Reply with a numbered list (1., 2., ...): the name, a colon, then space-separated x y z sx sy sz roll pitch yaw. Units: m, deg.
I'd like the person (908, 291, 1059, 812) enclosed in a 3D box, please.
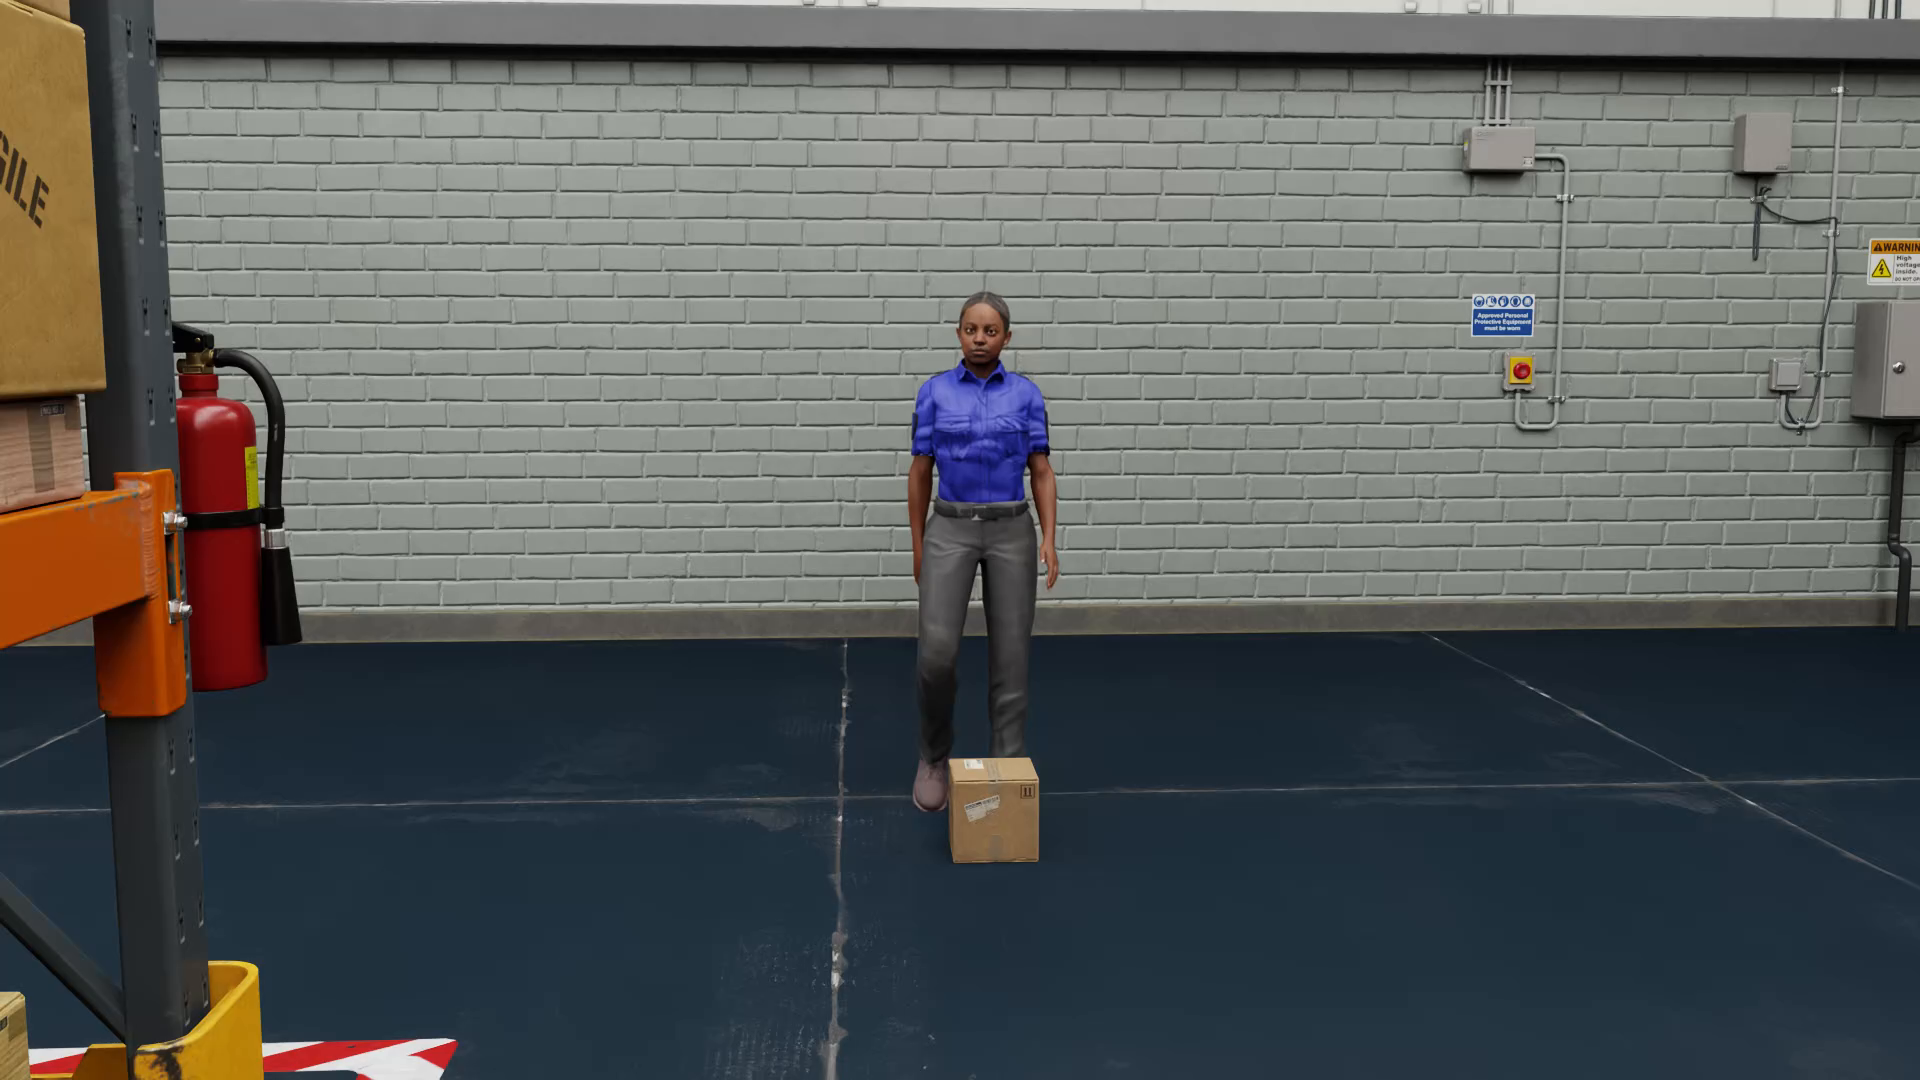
1. person: 0.078 0.055 5.307 0.470 1.688 0.476 -1 7 -6
